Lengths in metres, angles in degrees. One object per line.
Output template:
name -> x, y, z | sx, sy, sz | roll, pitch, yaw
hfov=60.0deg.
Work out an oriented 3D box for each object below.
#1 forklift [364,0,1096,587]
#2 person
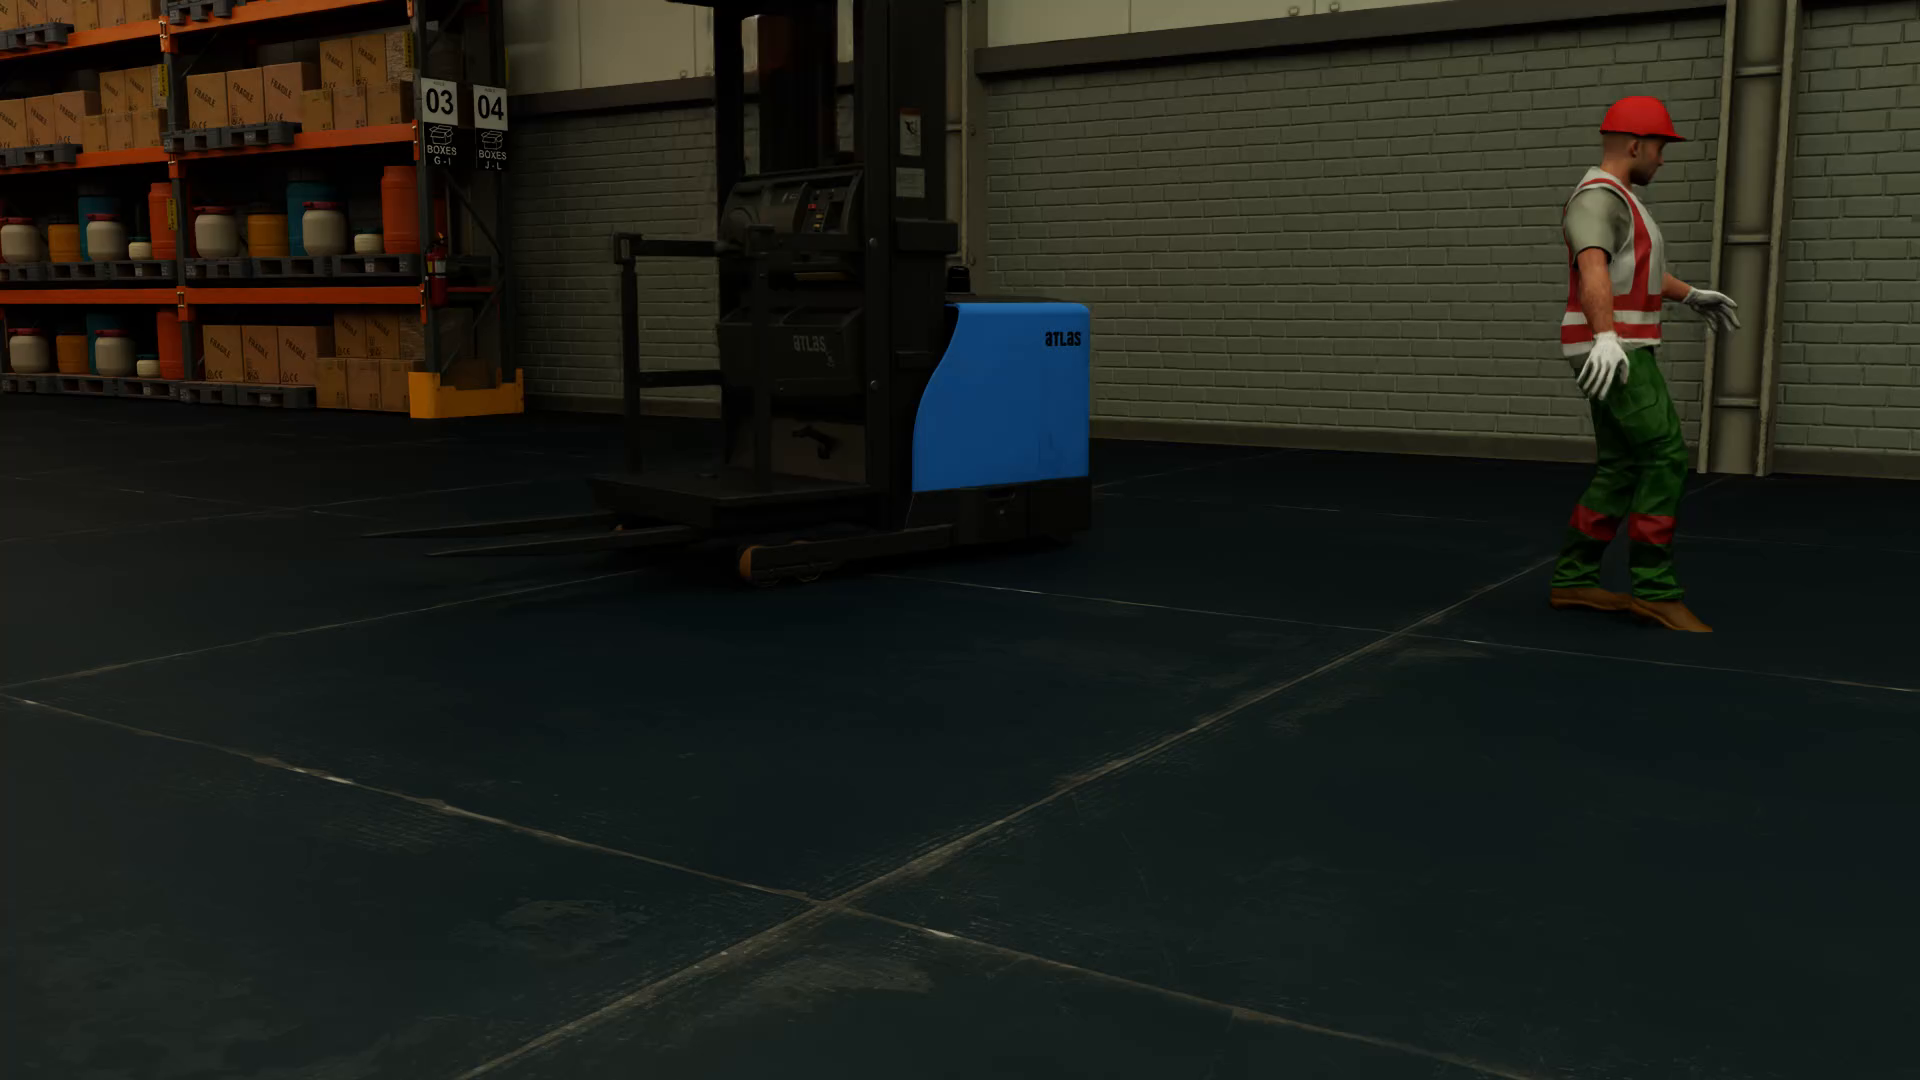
forklift -> -0.843, -1.354, 6.713 | 3.031, 2.935, 1.130 | -7, 11, -40
person -> 2.348, -0.583, 5.603 | 0.650, 1.796, 1.026 | 5, 9, 30
